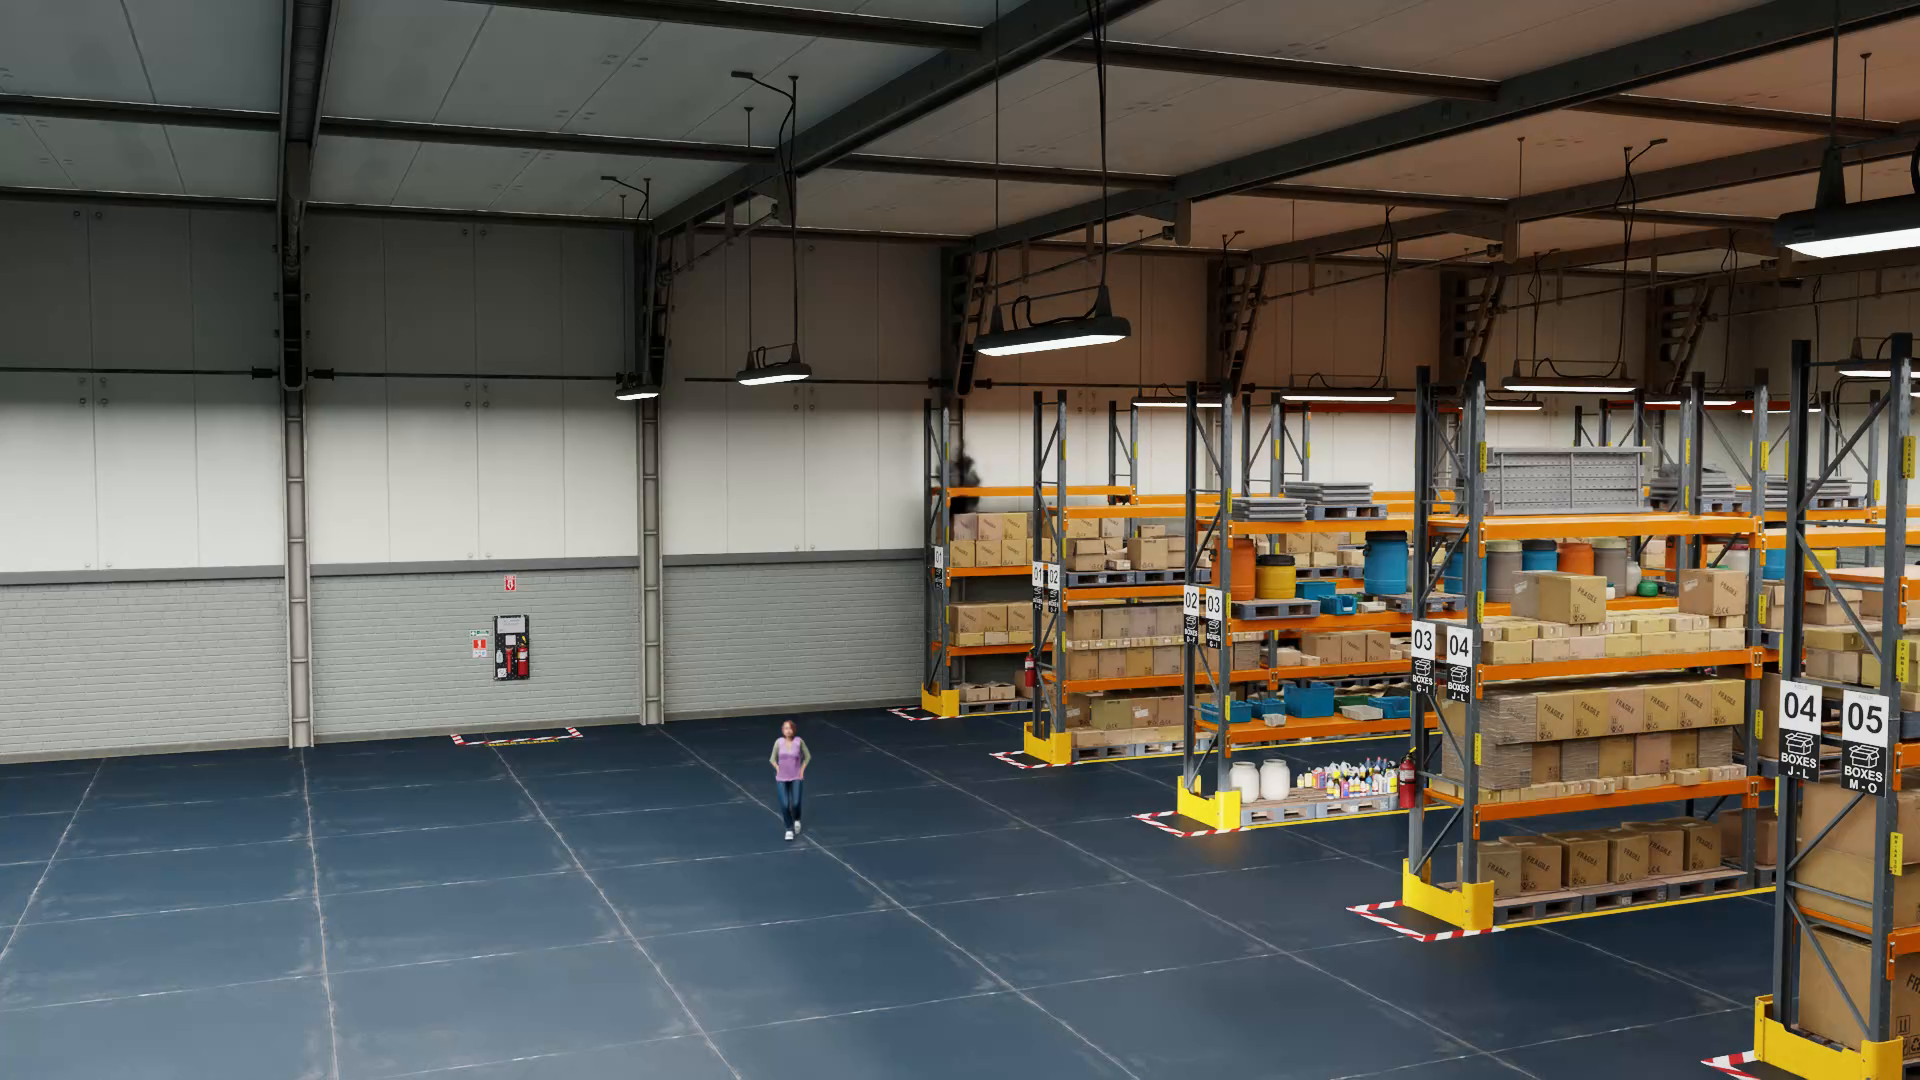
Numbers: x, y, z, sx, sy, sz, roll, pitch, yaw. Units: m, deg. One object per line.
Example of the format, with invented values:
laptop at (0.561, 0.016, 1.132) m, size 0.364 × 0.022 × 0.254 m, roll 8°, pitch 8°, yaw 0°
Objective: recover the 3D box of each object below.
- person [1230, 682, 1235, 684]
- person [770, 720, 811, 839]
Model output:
person at (4.783, 2.549, 30.142) m, size 0.847 × 1.758 × 0.574 m, roll -2°, pitch 4°, yaw -32°
person at (-2.207, 3.113, 21.539) m, size 0.527 × 1.554 × 0.543 m, roll 0°, pitch 3°, yaw -1°
